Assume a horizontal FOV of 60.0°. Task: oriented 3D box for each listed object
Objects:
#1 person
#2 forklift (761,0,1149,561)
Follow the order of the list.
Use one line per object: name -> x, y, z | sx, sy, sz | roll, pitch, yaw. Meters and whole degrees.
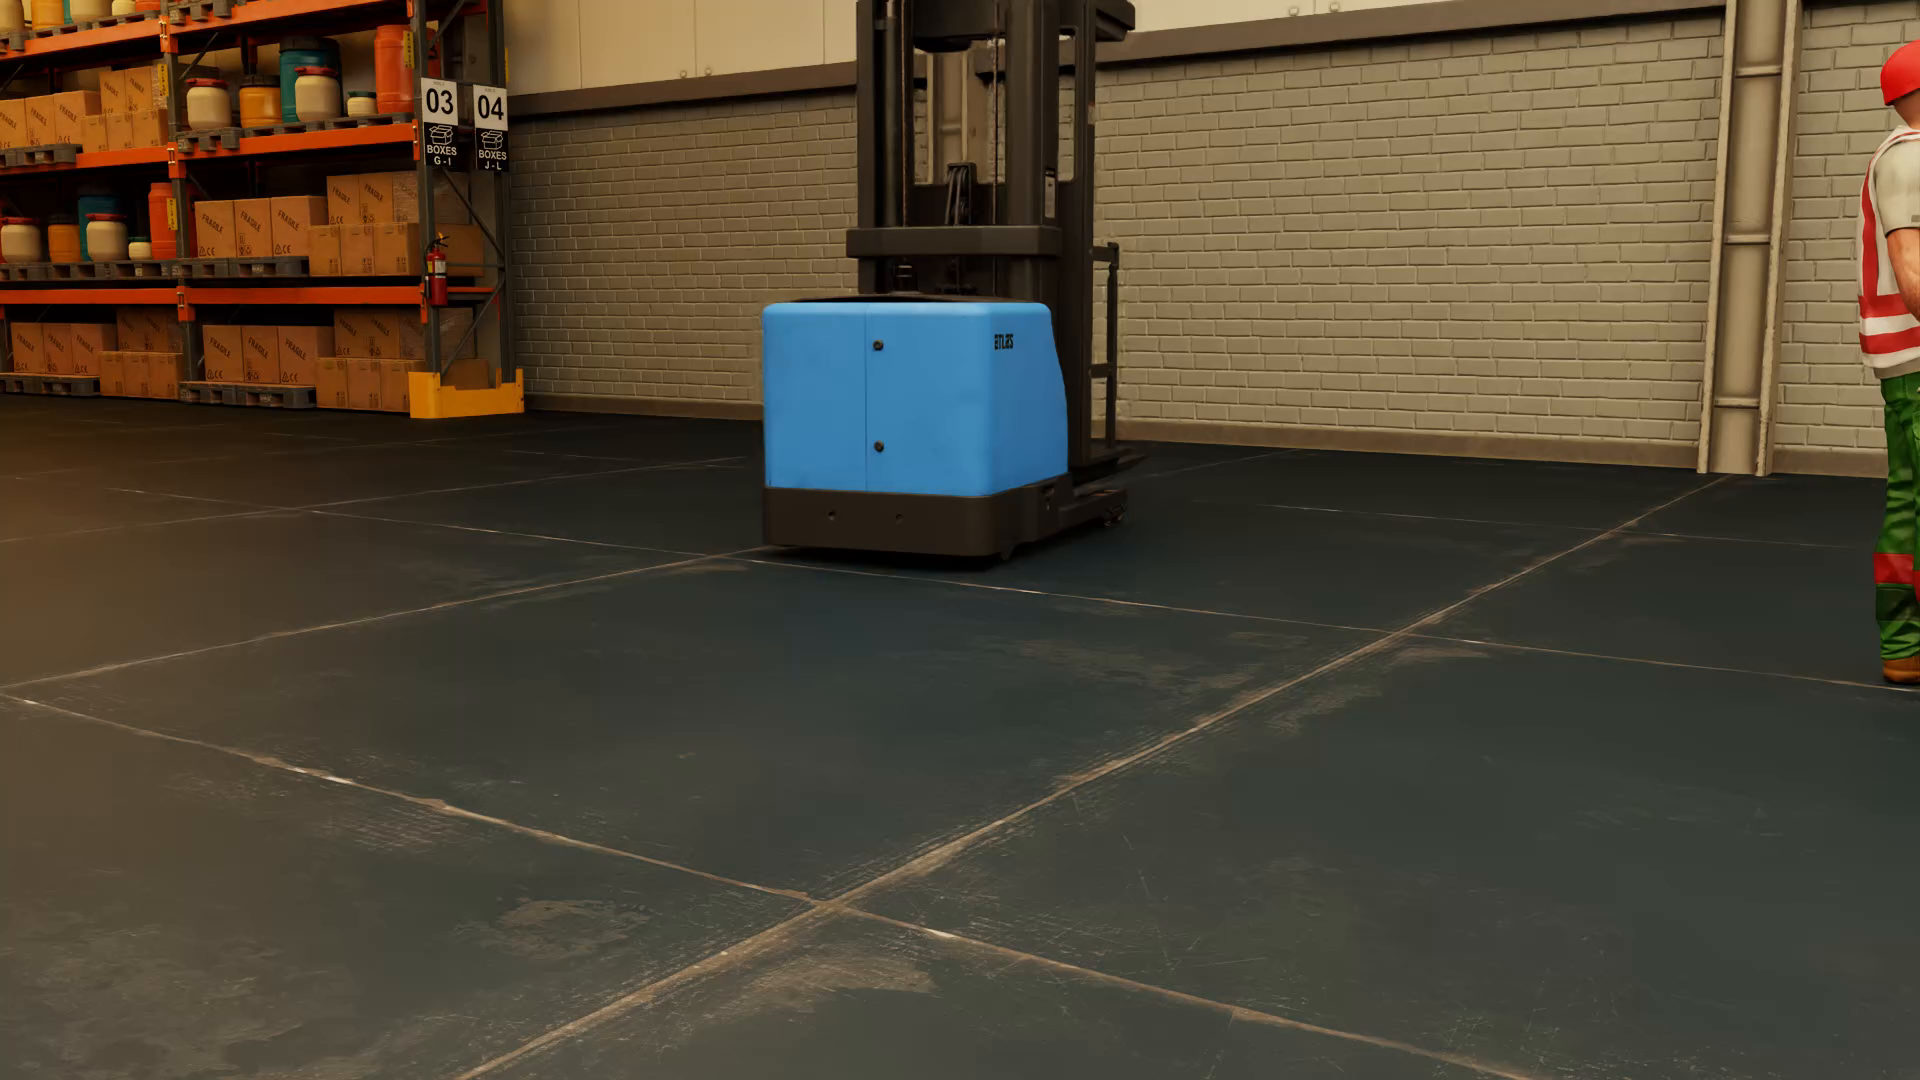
person -> 2.757, -0.480, 4.576 | 0.564, 1.787, 0.638 | 4, 9, 25
forklift -> 0.186, -1.535, 7.986 | 1.130, 2.935, 3.031 | 3, 9, 22
